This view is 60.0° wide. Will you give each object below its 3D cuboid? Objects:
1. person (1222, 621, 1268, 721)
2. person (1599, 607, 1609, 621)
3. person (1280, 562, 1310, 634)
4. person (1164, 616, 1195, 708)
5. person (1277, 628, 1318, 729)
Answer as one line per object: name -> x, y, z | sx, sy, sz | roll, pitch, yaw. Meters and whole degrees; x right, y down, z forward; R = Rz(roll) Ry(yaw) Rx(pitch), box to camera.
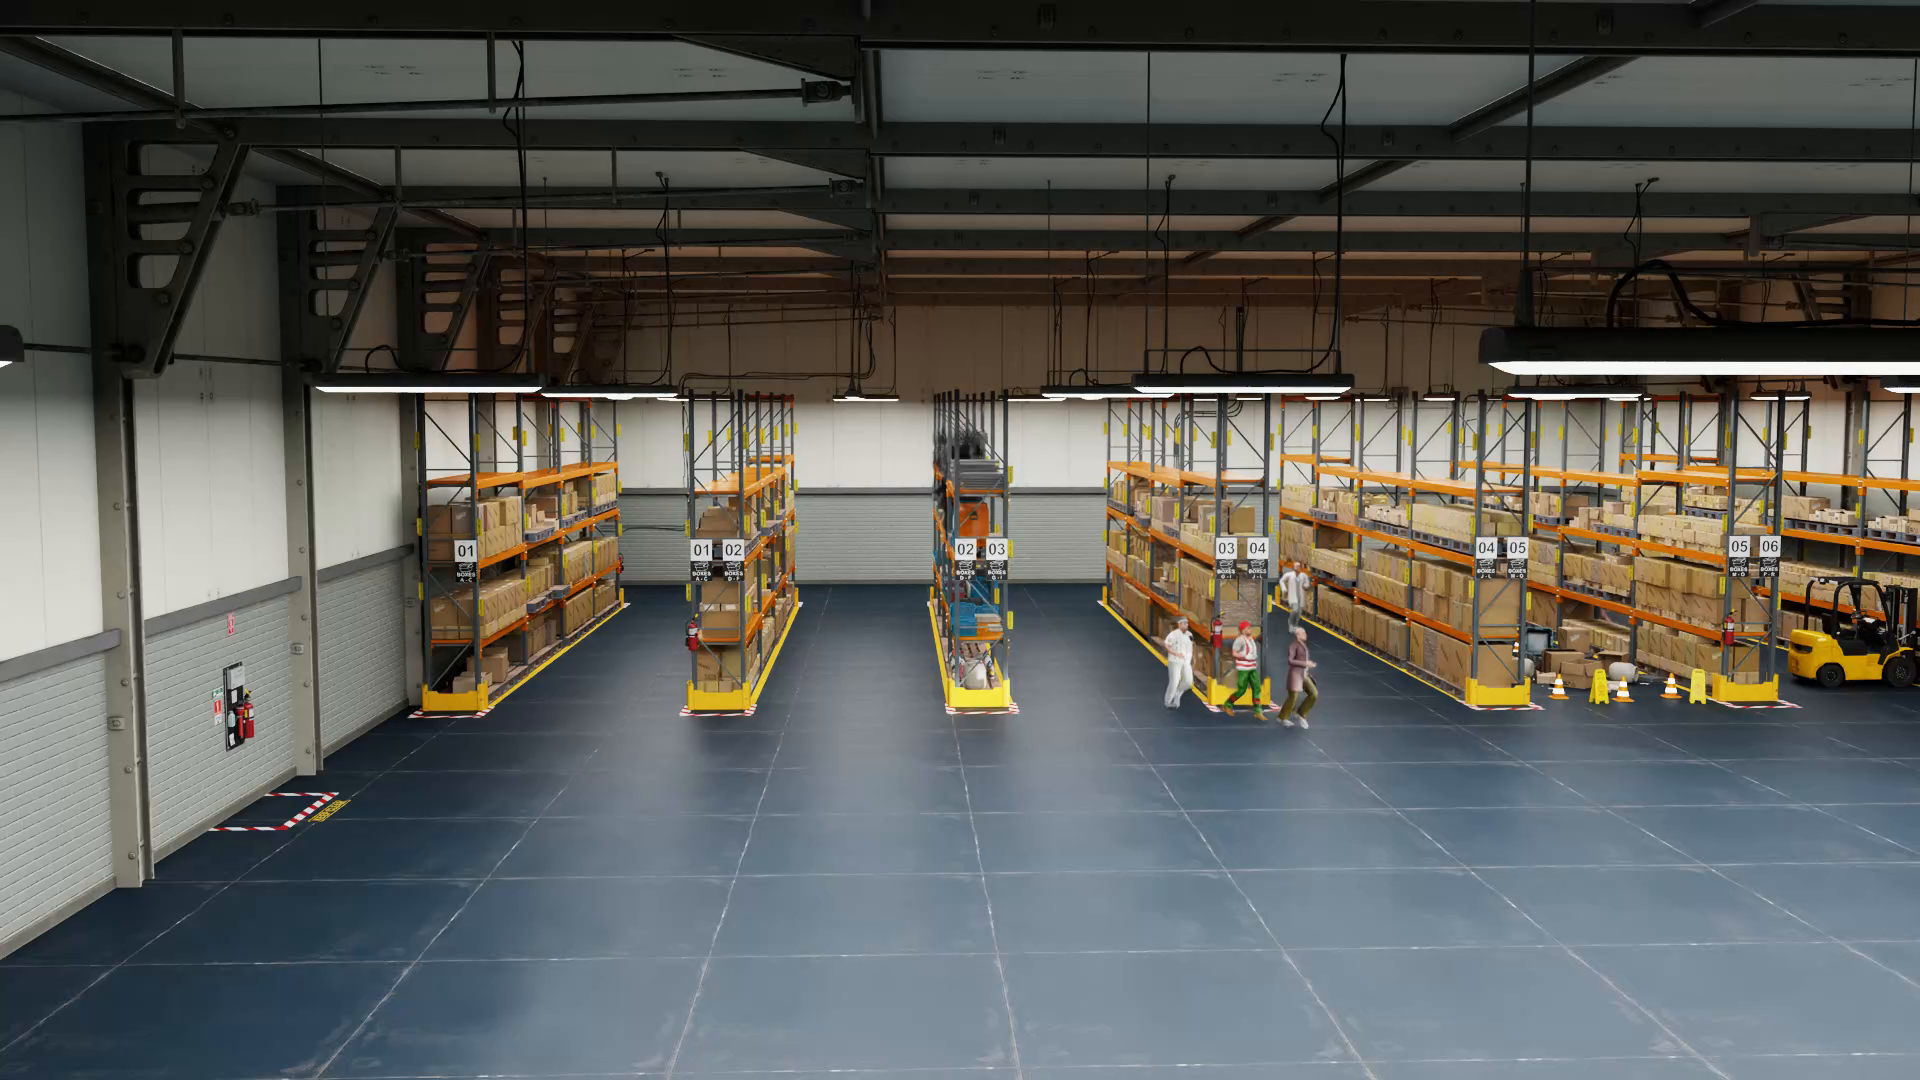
person -> 5.173, 2.360, 30.107 | 0.660, 1.803, 0.879 | -5, 7, -45
person -> 16.423, 1.456, 42.312 | 0.588, 1.651, 0.688 | 0, 5, -3
person -> 8.416, 1.450, 41.611 | 0.684, 1.789, 0.761 | -1, 5, -9
person -> 4.178, 2.299, 31.314 | 0.712, 1.746, 0.590 | -2, 5, -25
person -> 6.019, 2.442, 29.456 | 0.777, 1.792, 0.677 | 4, 6, 43
